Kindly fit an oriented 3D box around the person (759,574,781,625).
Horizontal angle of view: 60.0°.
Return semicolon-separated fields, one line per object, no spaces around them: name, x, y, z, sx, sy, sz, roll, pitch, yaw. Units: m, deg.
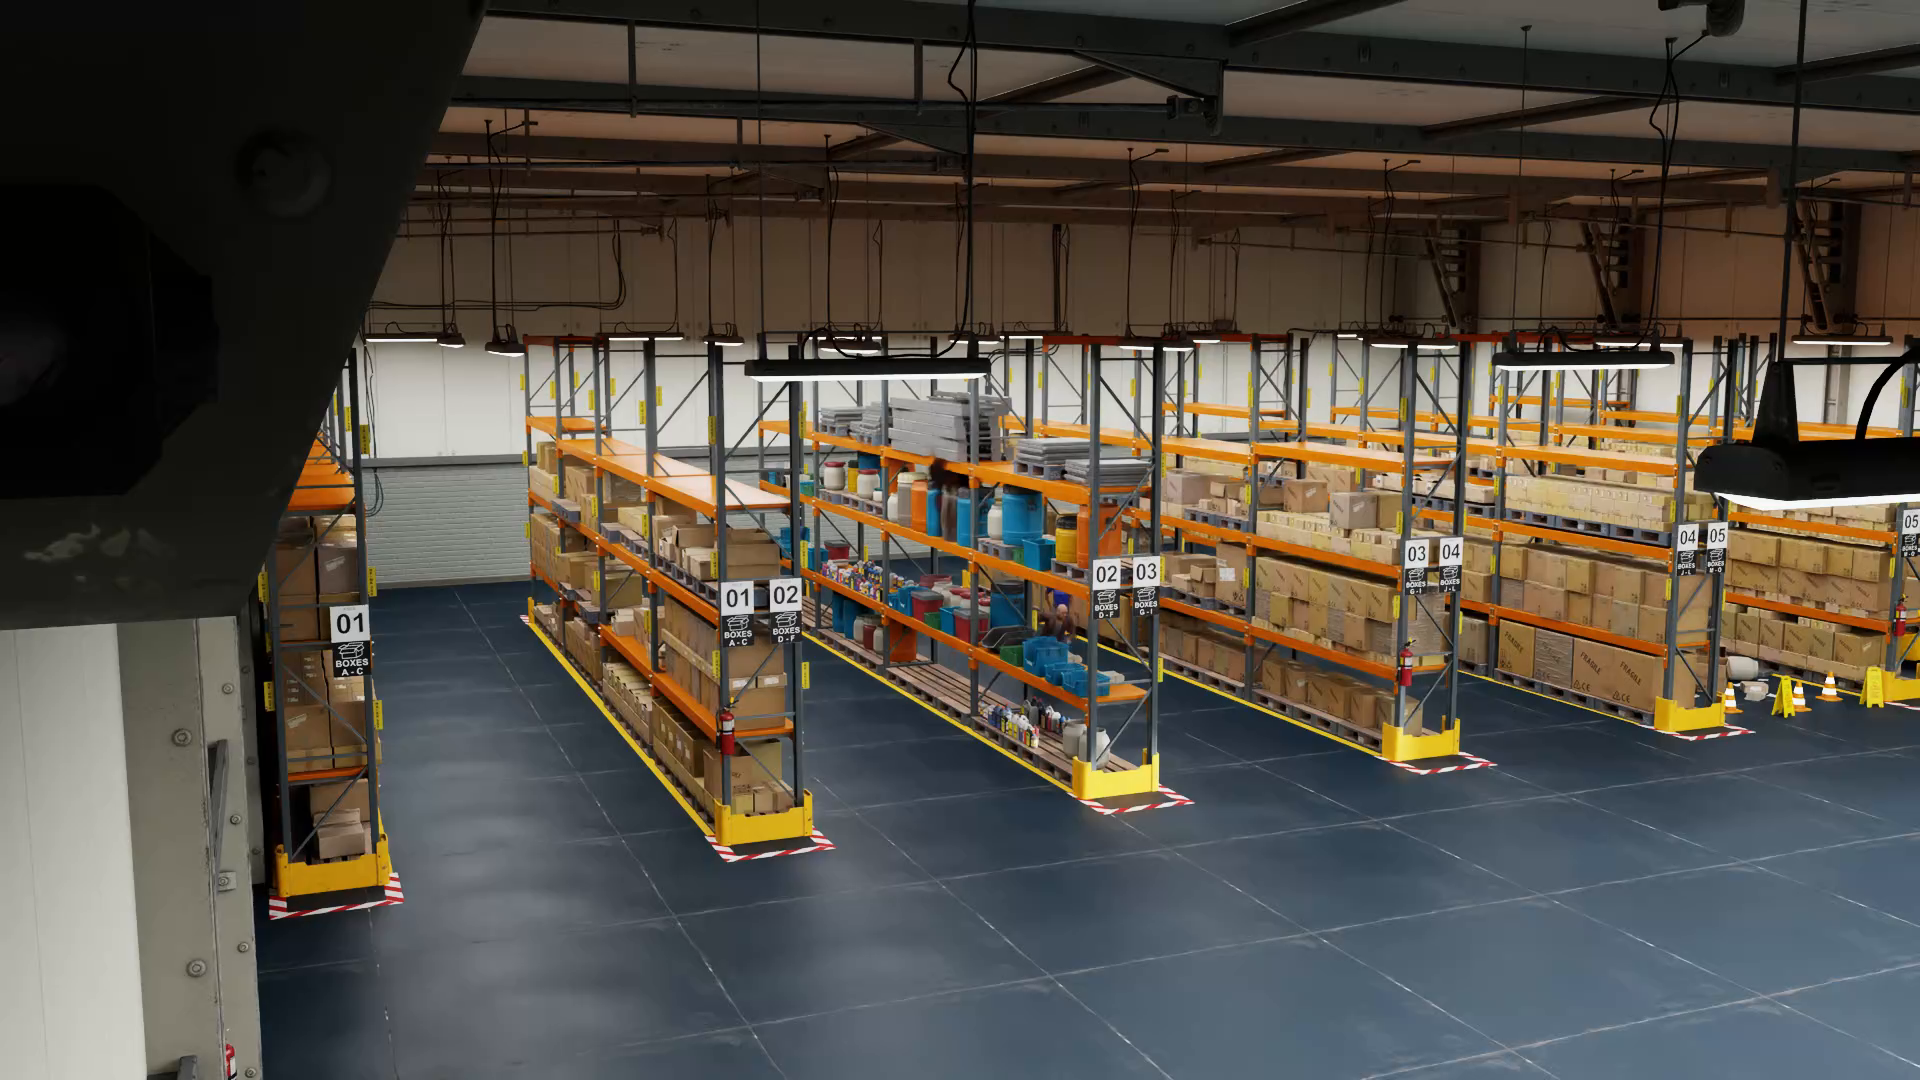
person;-3.857;1.070;32.801;0.665;1.787;0.876;-1;8;-9

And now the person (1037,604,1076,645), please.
person;1.572;1.812;28.197;0.742;1.556;1.020;-2;8;-12

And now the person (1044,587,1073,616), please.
person;1.892;1.367;31.392;0.471;1.670;0.803;-4;8;-25
